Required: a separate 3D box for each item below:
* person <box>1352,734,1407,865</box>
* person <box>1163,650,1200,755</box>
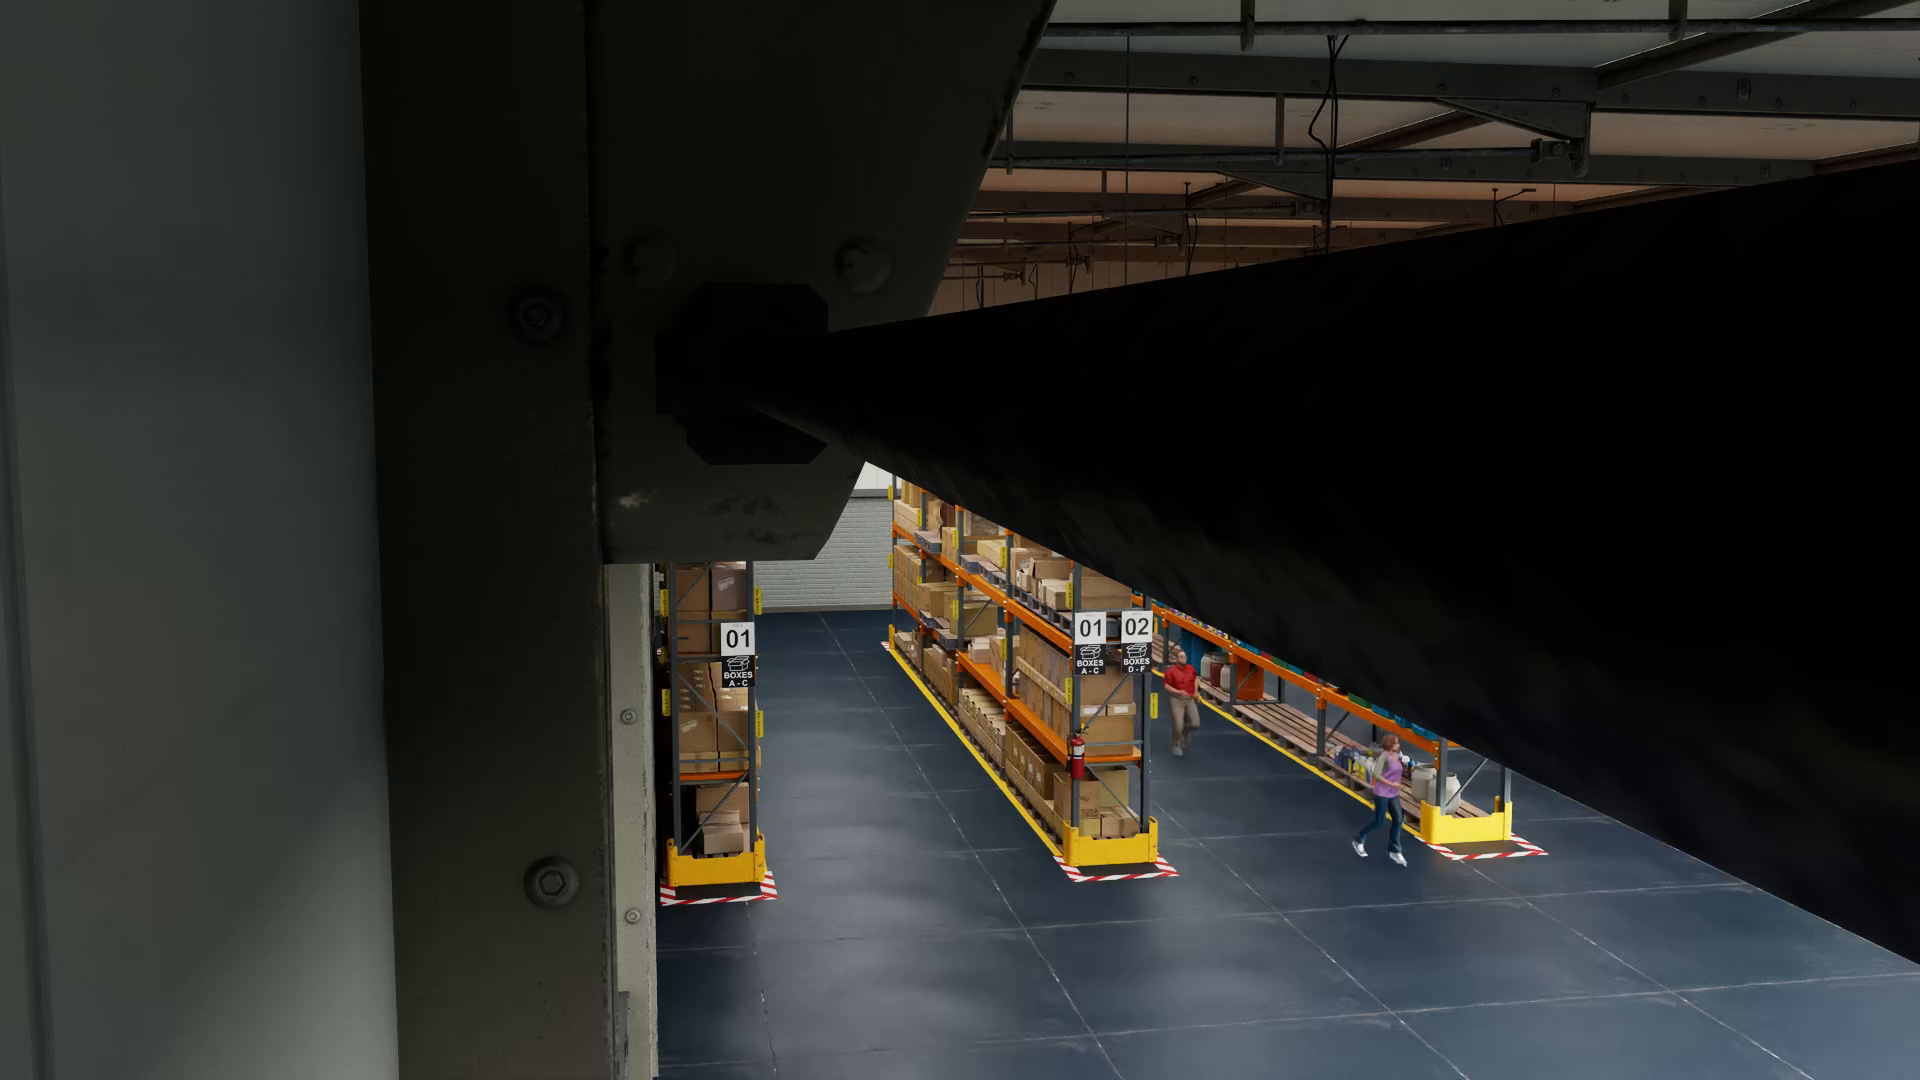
[{"bbox_3d":[5.404,3.265,21.129,0.717,1.631,0.605,5,8,41],"label":"person"},{"bbox_3d":[3.607,2.620,26.718,0.674,1.692,0.614,-2,7,-19],"label":"person"}]
